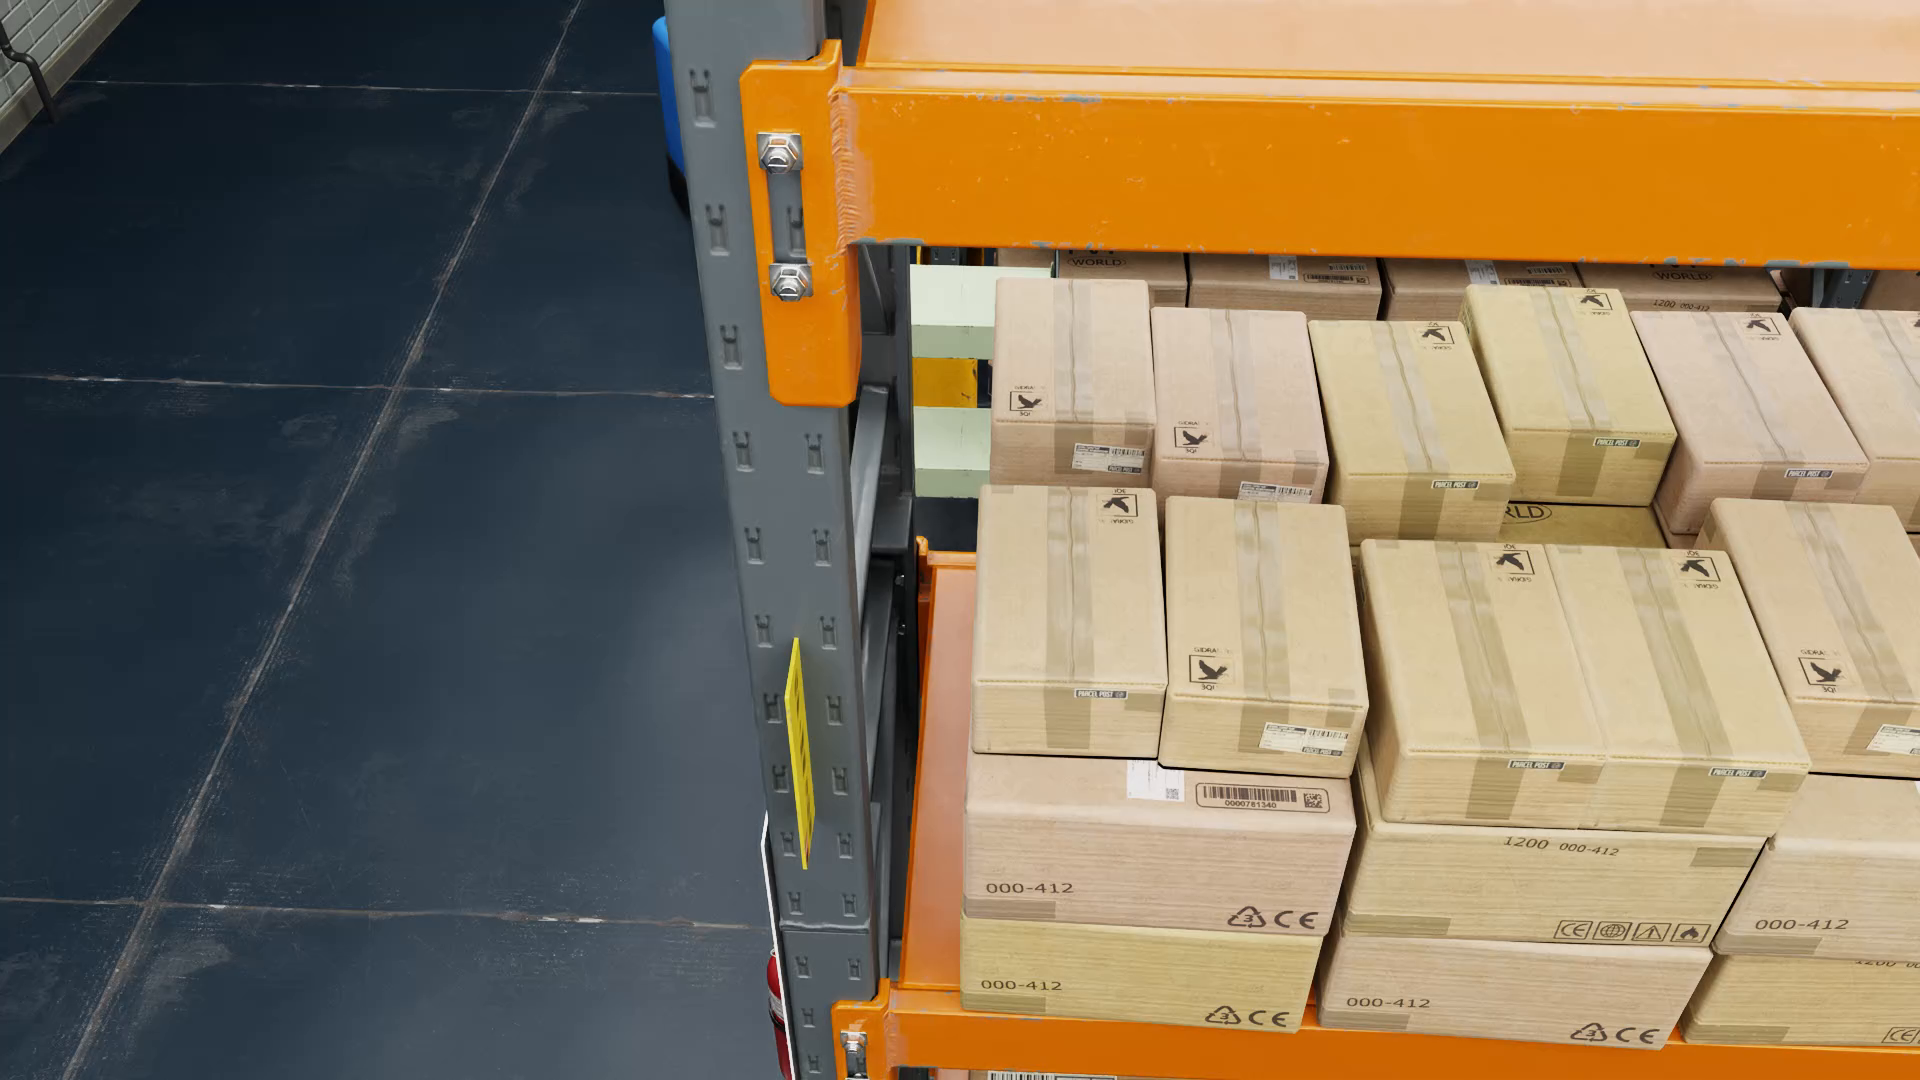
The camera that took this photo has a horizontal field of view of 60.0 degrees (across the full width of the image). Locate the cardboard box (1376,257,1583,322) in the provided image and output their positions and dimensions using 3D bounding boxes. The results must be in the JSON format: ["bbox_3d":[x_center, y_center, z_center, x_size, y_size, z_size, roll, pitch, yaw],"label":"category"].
[{"bbox_3d":[2.433,-1.277,8.077,0.875,0.438,0.875,1,43,1],"label":"cardboard box"}]

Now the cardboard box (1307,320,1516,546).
[{"bbox_3d":[0.676,-0.170,2.567,0.250,0.149,0.380,1,43,1],"label":"cardboard box"}]

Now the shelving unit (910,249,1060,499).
[{"bbox_3d":[0.007,-0.549,6.824,0.755,1.500,0.431,2,43,2],"label":"shelving unit"}]

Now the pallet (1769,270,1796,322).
[{"bbox_3d":[4.724,-0.949,8.199,1.213,0.211,1.003,2,43,2],"label":"pallet"}]

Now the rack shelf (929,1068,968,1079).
[{"bbox_3d":[1.830,1.634,3.908,4.000,0.370,1.077,2,43,2],"label":"rack shelf"}]

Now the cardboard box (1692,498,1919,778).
[{"bbox_3d":[1.172,0.125,2.250,0.250,0.149,0.380,3,43,3],"label":"cardboard box"}]

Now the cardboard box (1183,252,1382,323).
[{"bbox_3d":[1.533,-1.306,8.108,0.875,0.438,0.875,3,43,3],"label":"cardboard box"}]

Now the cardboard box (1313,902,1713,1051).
[{"bbox_3d":[0.795,0.474,2.535,0.500,0.250,0.500,3,43,3],"label":"cardboard box"}]

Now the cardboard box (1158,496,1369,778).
[{"bbox_3d":[0.399,0.123,2.253,0.250,0.149,0.380,3,43,4],"label":"cardboard box"}]

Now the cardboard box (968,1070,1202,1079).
[{"bbox_3d":[0.269,0.993,3.044,0.500,0.500,0.500,2,43,2],"label":"cardboard box"}]

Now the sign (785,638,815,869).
[{"bbox_3d":[-0.192,0.262,2.012,0.005,0.325,0.100,2,43,2],"label":"sign"}]

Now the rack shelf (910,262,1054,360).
[{"bbox_3d":[0.007,-0.834,6.558,0.720,0.370,0.431,2,43,2],"label":"rack shelf"}]

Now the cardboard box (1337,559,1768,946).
[{"bbox_3d":[0.781,0.290,2.366,0.500,0.250,0.500,1,43,1],"label":"cardboard box"}]

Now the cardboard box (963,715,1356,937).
[{"bbox_3d":[0.269,0.275,2.382,0.500,0.250,0.500,2,43,3],"label":"cardboard box"}]

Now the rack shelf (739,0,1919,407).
[{"bbox_3d":[1.830,-0.560,1.864,4.000,0.370,1.077,2,43,2],"label":"rack shelf"}]

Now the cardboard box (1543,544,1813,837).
[{"bbox_3d":[0.910,0.189,2.182,0.250,0.149,0.380,2,43,2],"label":"cardboard box"}]

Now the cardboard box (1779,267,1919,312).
[{"bbox_3d":[4.573,-1.353,7.838,0.875,0.875,0.875,3,43,3],"label":"cardboard box"}]

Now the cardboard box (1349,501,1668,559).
[{"bbox_3d":[0.815,-0.060,2.742,0.500,0.250,0.500,1,43,1],"label":"cardboard box"}]

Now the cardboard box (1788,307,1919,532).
[{"bbox_3d":[1.456,-0.191,2.590,0.250,0.149,0.380,3,43,3],"label":"cardboard box"}]

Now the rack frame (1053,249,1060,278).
[{"bbox_3d":[0.372,-0.537,6.812,0.023,1.500,0.400,2,43,2],"label":"rack frame"}]

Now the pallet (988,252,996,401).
[{"bbox_3d":[0.757,-1.072,8.332,1.213,0.211,1.003,2,43,2],"label":"pallet"}]

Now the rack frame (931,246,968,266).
[{"bbox_3d":[-0.046,-2.064,7.350,0.127,3.000,1.000,2,43,2],"label":"rack frame"}]

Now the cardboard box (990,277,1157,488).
[{"bbox_3d":[0.178,-0.252,2.655,0.250,0.149,0.380,1,43,2],"label":"cardboard box"}]

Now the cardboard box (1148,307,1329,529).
[{"bbox_3d":[0.420,-0.192,2.591,0.250,0.149,0.380,2,43,3],"label":"cardboard box"}]

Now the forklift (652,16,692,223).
[{"bbox_3d":[-0.066,-3.145,8.562,3.031,2.935,1.130,-17,46,-18],"label":"forklift"}]

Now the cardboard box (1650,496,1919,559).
[{"bbox_3d":[1.326,-0.043,2.723,0.500,0.250,0.500,2,43,3],"label":"cardboard box"}]

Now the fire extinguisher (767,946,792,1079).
[{"bbox_3d":[-0.399,1.152,4.228,0.183,0.674,0.296,2,43,2],"label":"fire extinguisher"}]

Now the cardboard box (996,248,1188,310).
[{"bbox_3d":[0.618,-1.328,8.132,0.875,0.438,0.875,0,43,0],"label":"cardboard box"}]

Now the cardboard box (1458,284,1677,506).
[{"bbox_3d":[0.945,-0.236,2.638,0.250,0.149,0.380,2,43,3],"label":"cardboard box"}]

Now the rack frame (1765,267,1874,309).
[{"bbox_3d":[3.950,-1.941,7.219,0.127,3.000,1.000,2,43,2],"label":"rack frame"}]

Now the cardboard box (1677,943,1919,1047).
[{"bbox_3d":[1.310,0.481,2.528,0.500,0.250,0.500,0,43,1],"label":"cardboard box"}]

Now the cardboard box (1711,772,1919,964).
[{"bbox_3d":[1.285,0.313,2.341,0.500,0.250,0.500,2,43,2],"label":"cardboard box"}]

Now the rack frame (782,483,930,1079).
[{"bbox_3d":[-0.168,1.310,3.729,0.127,3.000,1.000,2,43,2],"label":"rack frame"}]

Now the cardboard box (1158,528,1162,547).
[{"bbox_3d":[0.304,-0.075,2.758,0.500,0.250,0.500,1,43,1],"label":"cardboard box"}]

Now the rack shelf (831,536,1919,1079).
[{"bbox_3d":[1.830,0.537,2.886,4.000,0.370,1.077,2,43,2],"label":"rack shelf"}]

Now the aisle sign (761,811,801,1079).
[{"bbox_3d":[-0.254,0.560,2.626,0.004,0.787,0.394,2,43,2],"label":"aisle sign"}]

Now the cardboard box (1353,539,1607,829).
[{"bbox_3d":[0.667,0.181,2.190,0.250,0.149,0.380,2,43,2],"label":"cardboard box"}]

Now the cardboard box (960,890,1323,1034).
[{"bbox_3d":[0.269,0.455,2.556,0.500,0.250,0.500,3,43,3],"label":"cardboard box"}]

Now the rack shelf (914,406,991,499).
[{"bbox_3d":[0.007,-0.310,7.046,0.720,0.370,0.431,2,43,2],"label":"rack shelf"}]

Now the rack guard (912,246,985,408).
[{"bbox_3d":[-0.070,-1.150,8.203,0.348,0.500,1.175,2,43,2],"label":"rack guard"}]

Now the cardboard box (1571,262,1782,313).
[{"bbox_3d":[3.328,-1.250,8.048,0.875,0.438,0.875,1,43,1],"label":"cardboard box"}]

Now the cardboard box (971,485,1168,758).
[{"bbox_3d":[0.146,0.103,2.274,0.250,0.149,0.380,1,43,2],"label":"cardboard box"}]

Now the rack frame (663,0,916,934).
[{"bbox_3d":[-0.168,-0.885,1.684,0.127,3.000,1.000,2,43,2],"label":"rack frame"}]

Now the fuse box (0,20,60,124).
[{"bbox_3d":[-5.439,-3.176,9.489,0.414,1.711,0.539,2,43,2],"label":"fuse box"}]

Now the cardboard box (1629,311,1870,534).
[{"bbox_3d":[1.195,-0.187,2.585,0.250,0.149,0.380,1,43,1],"label":"cardboard box"}]
